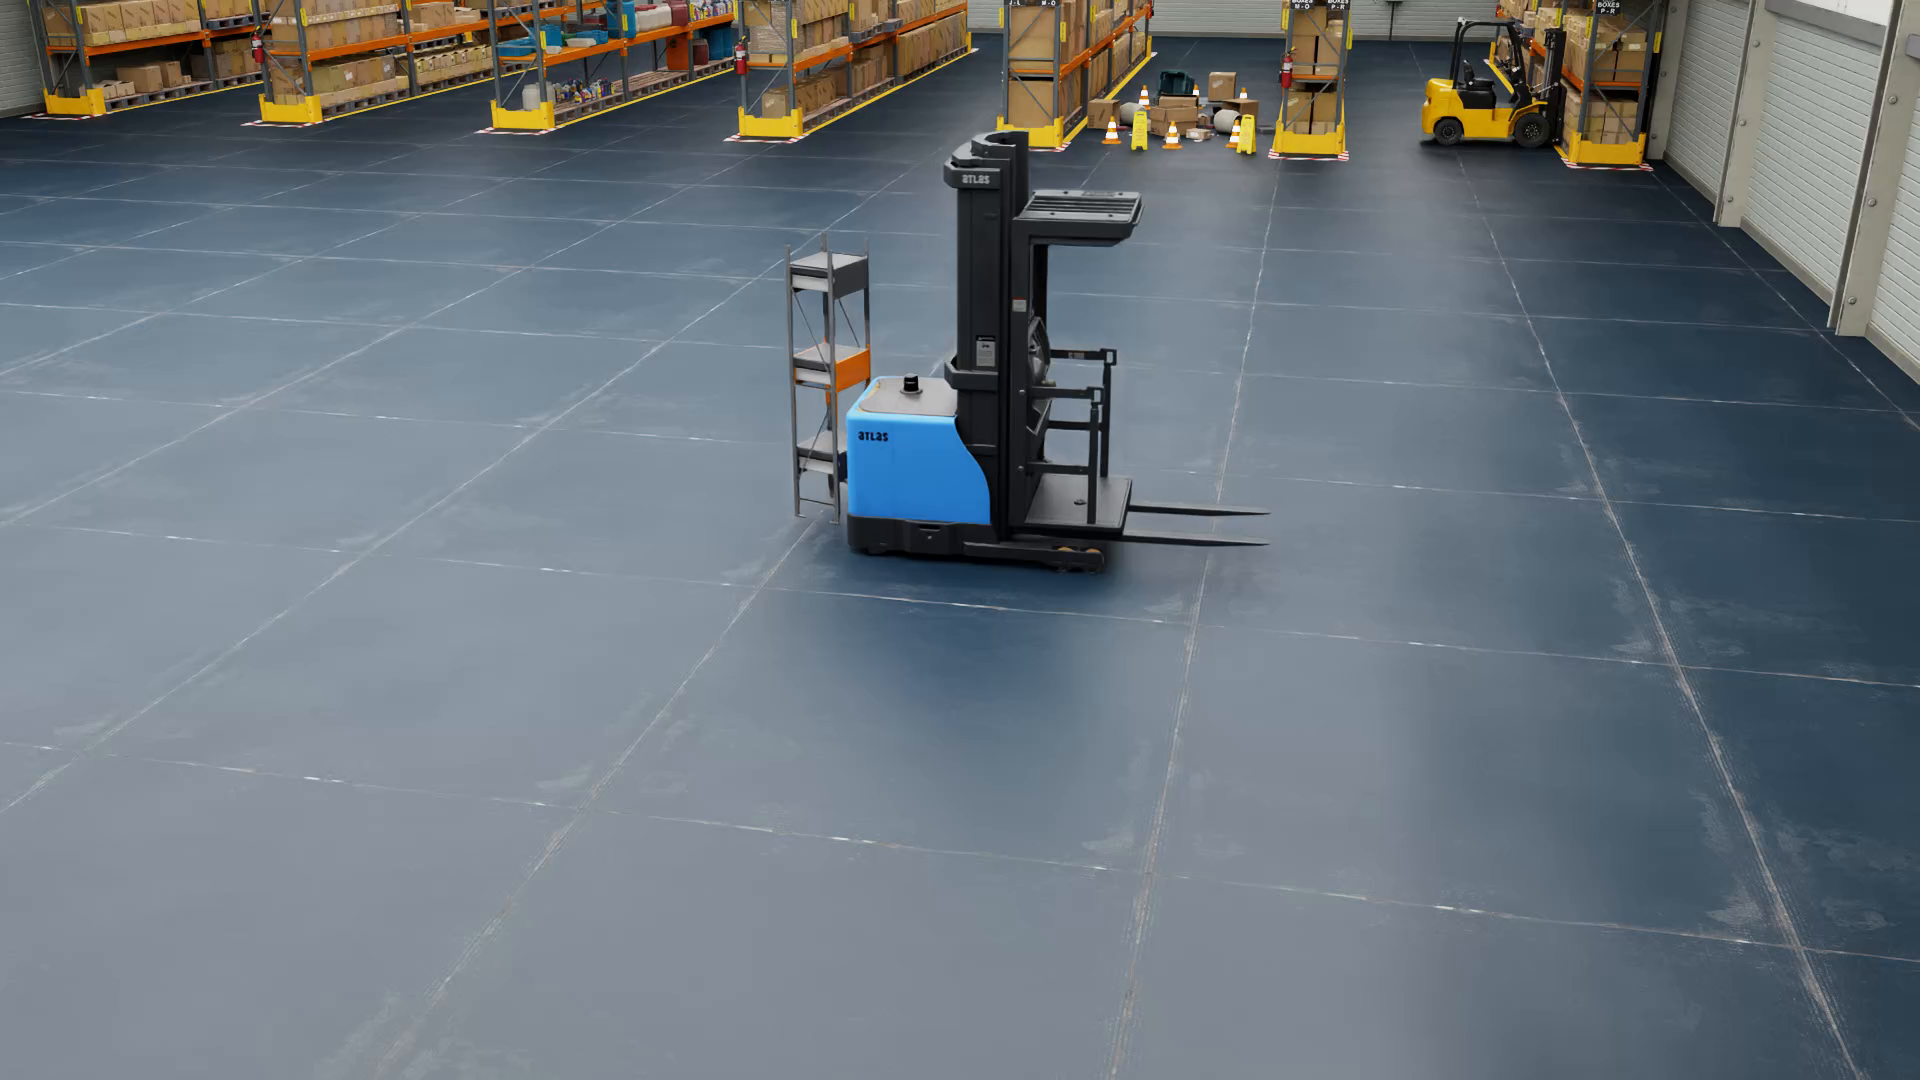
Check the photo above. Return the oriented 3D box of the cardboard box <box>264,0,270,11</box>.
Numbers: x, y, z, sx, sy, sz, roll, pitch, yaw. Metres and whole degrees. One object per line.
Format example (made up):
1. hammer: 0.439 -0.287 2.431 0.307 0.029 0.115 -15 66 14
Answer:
1. cardboard box: -16.652 -12.909 39.668 0.700 0.500 0.500 2 22 6

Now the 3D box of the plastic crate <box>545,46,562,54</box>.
1. plastic crate: -7.914 -9.537 32.371 0.298 0.136 0.250 4 22 11

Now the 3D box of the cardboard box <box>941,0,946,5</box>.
1. cardboard box: -0.656 -13.769 42.330 0.500 0.250 0.500 4 22 11

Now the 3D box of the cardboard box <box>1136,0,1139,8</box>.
1. cardboard box: 4.162 -13.480 41.278 0.500 0.500 0.500 4 22 11

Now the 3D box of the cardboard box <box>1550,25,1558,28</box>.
1. cardboard box: 11.762 -9.859 32.351 0.500 0.250 0.500 4 22 10

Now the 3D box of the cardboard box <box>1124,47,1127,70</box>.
1. cardboard box: 3.711 -11.510 39.702 0.500 0.500 0.500 4 22 10

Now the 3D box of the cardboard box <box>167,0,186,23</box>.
1. cardboard box: -17.184 -11.483 36.020 0.500 0.500 0.500 4 22 11

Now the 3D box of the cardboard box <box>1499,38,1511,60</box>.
1. cardboard box: 13.833 -12.207 41.432 0.700 0.500 0.500 5 23 13

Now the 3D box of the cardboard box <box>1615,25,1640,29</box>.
1. cardboard box: 11.647 -8.905 29.049 0.380 0.149 0.250 4 22 10

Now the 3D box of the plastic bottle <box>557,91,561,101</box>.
1. plastic bottle: -8.234 -9.106 34.105 0.097 0.201 0.097 0 22 0

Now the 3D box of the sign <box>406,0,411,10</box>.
1. sign: -11.901 -11.595 35.863 0.100 0.325 0.005 4 22 11

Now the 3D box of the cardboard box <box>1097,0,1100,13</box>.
1. cardboard box: 2.598 -11.463 35.330 0.700 0.500 0.500 4 22 10

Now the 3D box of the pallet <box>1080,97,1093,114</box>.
1. pallet: 2.172 -9.021 34.470 1.003 0.211 1.213 4 22 11

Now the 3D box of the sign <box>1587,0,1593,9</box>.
1. sign: 13.175 -11.268 34.767 0.100 0.325 0.005 4 22 11

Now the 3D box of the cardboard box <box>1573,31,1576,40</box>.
1. cardboard box: 11.157 -8.996 29.673 0.380 0.149 0.250 4 22 10

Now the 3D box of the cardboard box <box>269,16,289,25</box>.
1. cardboard box: -13.369 -10.237 32.754 0.380 0.149 0.250 4 22 10

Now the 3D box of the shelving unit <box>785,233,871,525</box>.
1. shelving unit: -0.974 -1.206 12.537 0.431 2.100 0.503 12 25 27

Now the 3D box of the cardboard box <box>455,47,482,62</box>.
1. cardboard box: -11.594 -11.440 39.111 0.500 0.311 0.500 4 22 10

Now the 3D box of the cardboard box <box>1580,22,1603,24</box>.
1. cardboard box: 11.240 -9.131 29.610 0.380 0.149 0.250 5 22 11

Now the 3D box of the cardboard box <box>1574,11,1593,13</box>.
1. cardboard box: 12.724 -10.696 33.894 0.380 0.149 0.250 4 22 10

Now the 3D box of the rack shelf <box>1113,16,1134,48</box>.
1. rack shelf: 3.312 -11.887 38.817 1.077 0.370 4.000 4 22 11

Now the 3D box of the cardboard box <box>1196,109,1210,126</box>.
1. cardboard box: 4.687 -8.284 32.567 0.258 0.266 0.396 -11 25 -26

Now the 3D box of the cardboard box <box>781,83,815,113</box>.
1. cardboard box: -3.185 -8.690 32.699 0.500 0.500 0.500 7 23 16

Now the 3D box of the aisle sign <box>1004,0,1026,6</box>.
1. aisle sign: 0.964 -9.767 29.109 0.394 0.787 0.004 4 22 11

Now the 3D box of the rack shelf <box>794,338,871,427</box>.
1. rack shelf: -0.974 -1.194 12.542 0.431 0.518 0.480 12 25 27

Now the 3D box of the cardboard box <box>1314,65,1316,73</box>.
1. cardboard box: 6.448 -8.309 29.305 0.380 0.149 0.250 5 22 12

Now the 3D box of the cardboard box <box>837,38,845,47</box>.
1. cardboard box: -2.564 -10.134 33.836 0.380 0.149 0.250 4 22 11

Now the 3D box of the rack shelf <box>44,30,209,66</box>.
1. rack shelf: -17.703 -10.509 35.396 1.077 0.370 4.000 4 22 11

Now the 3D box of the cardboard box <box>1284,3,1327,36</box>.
1. cardboard box: 6.029 -9.075 29.001 0.700 0.500 0.500 4 22 10

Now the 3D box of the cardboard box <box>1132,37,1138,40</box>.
1. cardboard box: 4.337 -12.781 42.530 0.380 0.149 0.250 5 22 11

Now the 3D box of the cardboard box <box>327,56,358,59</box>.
1. cardboard box: -13.049 -9.954 35.169 0.500 0.500 0.500 4 22 11

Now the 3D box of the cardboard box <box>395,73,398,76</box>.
1. cardboard box: -12.643 -10.291 37.010 0.500 0.250 0.500 4 22 10

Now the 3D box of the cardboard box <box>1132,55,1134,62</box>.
1. cardboard box: 4.109 -11.934 41.223 0.380 0.149 0.250 3 22 9

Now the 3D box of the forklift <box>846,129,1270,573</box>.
1. forklift: 0.744 -1.342 11.763 3.031 2.935 1.130 4 22 9

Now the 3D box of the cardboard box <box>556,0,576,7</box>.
1. cardboard box: -10.441 -14.336 43.801 0.500 0.500 0.500 5 22 12

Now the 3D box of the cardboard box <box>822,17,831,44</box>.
1. cardboard box: -3.039 -10.096 32.873 0.875 0.500 0.500 4 22 11

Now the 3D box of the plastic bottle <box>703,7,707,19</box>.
1. plastic bottle: -6.156 -12.699 40.042 0.097 0.271 0.097 0 22 0

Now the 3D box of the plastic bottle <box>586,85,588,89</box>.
1. plastic bottle: -7.692 -9.266 34.394 0.061 0.283 0.133 4 22 11

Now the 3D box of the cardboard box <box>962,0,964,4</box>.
1. cardboard box: -0.100 -14.463 44.587 0.380 0.149 0.250 5 22 11

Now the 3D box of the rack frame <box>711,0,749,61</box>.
1. rack frame: -5.963 -13.745 42.467 1.000 3.000 0.127 4 22 11

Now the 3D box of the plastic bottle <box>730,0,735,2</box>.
1. plastic bottle: -5.727 -13.519 42.071 0.152 0.276 0.135 4 22 11

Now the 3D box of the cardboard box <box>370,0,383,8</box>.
1. cardboard box: -12.631 -11.499 35.019 0.700 0.500 0.500 4 22 11

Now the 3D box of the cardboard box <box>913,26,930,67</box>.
1. cardboard box: -1.407 -12.014 40.452 1.225 0.875 0.875 4 22 9

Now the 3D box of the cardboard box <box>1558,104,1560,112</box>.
1. cardboard box: 11.095 -7.755 30.044 0.500 0.250 0.500 4 22 11

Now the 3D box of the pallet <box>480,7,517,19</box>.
1. pallet: -11.558 -12.825 40.441 1.213 0.211 1.003 4 22 11

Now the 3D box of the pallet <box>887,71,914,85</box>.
1. pallet: -1.696 -10.894 39.120 1.003 0.211 1.213 4 22 11

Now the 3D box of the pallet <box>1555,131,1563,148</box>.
1. pallet: 11.364 -7.281 30.149 1.003 0.211 1.213 4 22 11

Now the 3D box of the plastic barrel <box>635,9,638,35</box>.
1. plastic barrel: -7.186 -11.216 36.005 0.433 0.535 0.433 0 22 0

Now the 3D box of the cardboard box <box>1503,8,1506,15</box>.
1. cardboard box: 13.616 -13.015 40.990 0.380 0.149 0.250 4 22 9

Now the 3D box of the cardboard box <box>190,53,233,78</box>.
1. cardboard box: -17.161 -10.890 38.134 0.700 0.500 0.500 5 23 13

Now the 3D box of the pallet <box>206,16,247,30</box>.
1. pallet: -16.996 -11.754 37.780 1.003 0.211 1.213 4 22 11

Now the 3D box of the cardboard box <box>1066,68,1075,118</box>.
1. cardboard box: 1.711 -8.681 32.176 0.875 0.875 0.875 5 22 11
